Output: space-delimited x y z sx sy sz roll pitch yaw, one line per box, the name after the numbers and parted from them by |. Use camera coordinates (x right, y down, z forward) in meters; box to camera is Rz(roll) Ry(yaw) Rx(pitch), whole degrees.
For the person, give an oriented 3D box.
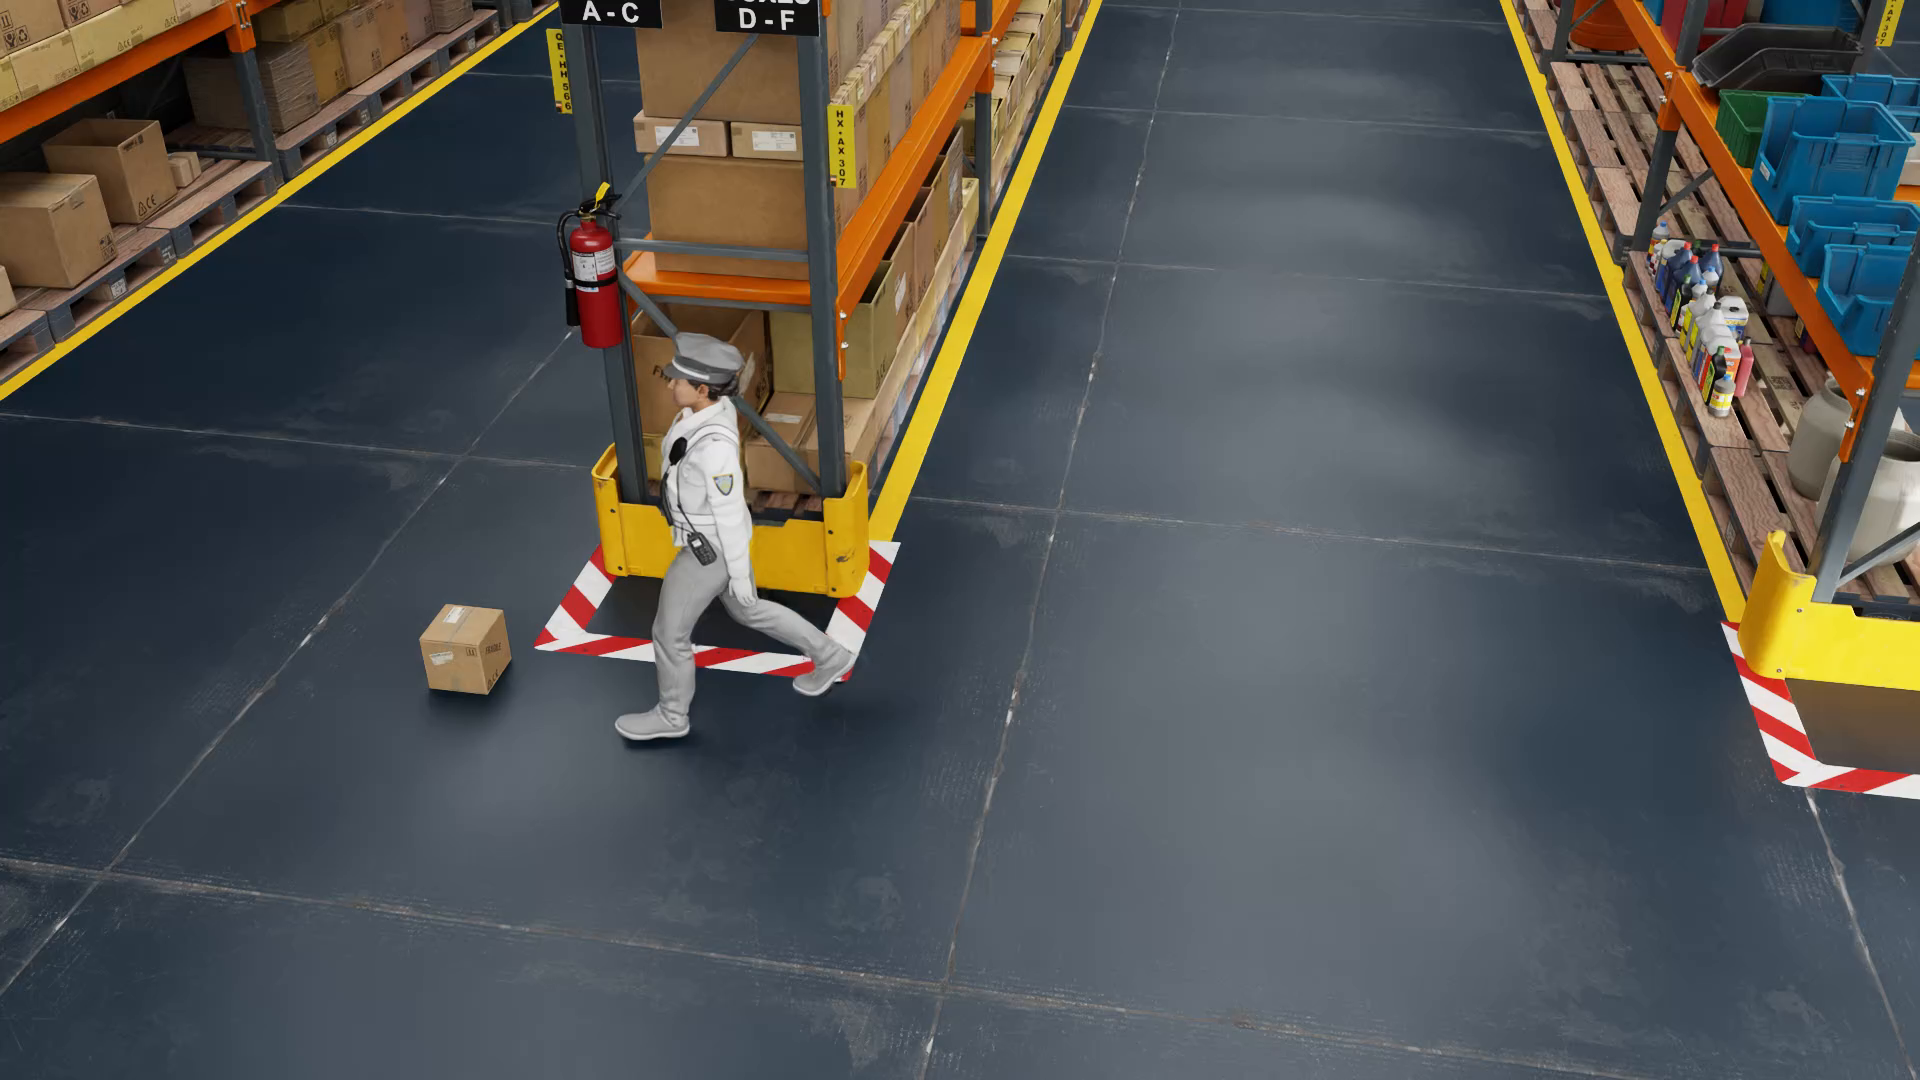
-0.874 -0.014 6.135 0.944 1.647 0.494 -3 33 -4 | person
